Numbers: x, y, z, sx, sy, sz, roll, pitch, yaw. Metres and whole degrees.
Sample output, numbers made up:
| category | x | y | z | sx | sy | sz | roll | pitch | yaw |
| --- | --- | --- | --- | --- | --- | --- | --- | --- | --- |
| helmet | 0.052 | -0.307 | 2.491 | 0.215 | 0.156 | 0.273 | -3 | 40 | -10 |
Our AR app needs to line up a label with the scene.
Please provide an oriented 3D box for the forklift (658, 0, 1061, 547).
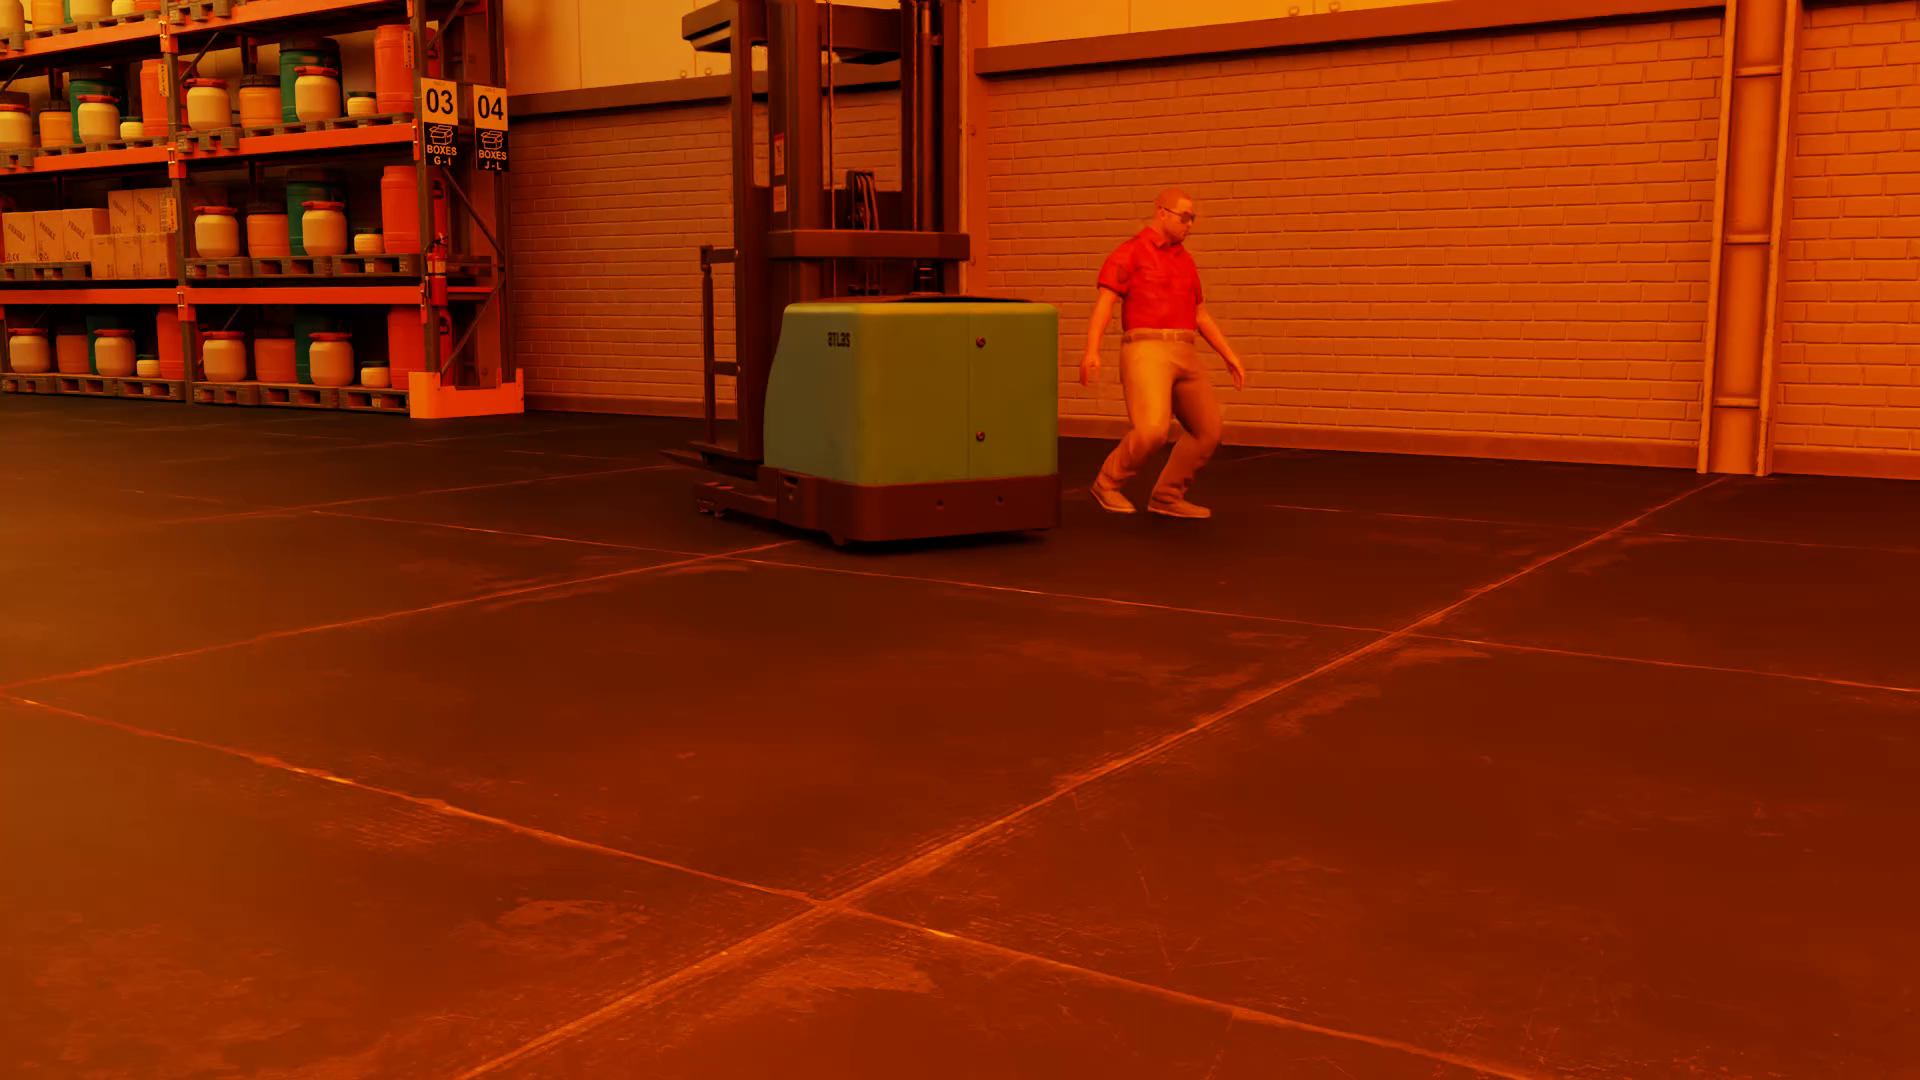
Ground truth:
| category | x | y | z | sx | sy | sz | roll | pitch | yaw |
| --- | --- | --- | --- | --- | --- | --- | --- | --- | --- |
| forklift | -0.713 | -1.589 | 8.366 | 1.130 | 2.935 | 3.031 | -5 | 9 | -30 |

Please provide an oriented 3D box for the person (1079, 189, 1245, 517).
| category | x | y | z | sx | sy | sz | roll | pitch | yaw |
| --- | --- | --- | --- | --- | --- | --- | --- | --- | --- |
| person | 0.981 | -0.880 | 8.097 | 0.934 | 1.637 | 0.562 | -6 | 10 | -36 |
